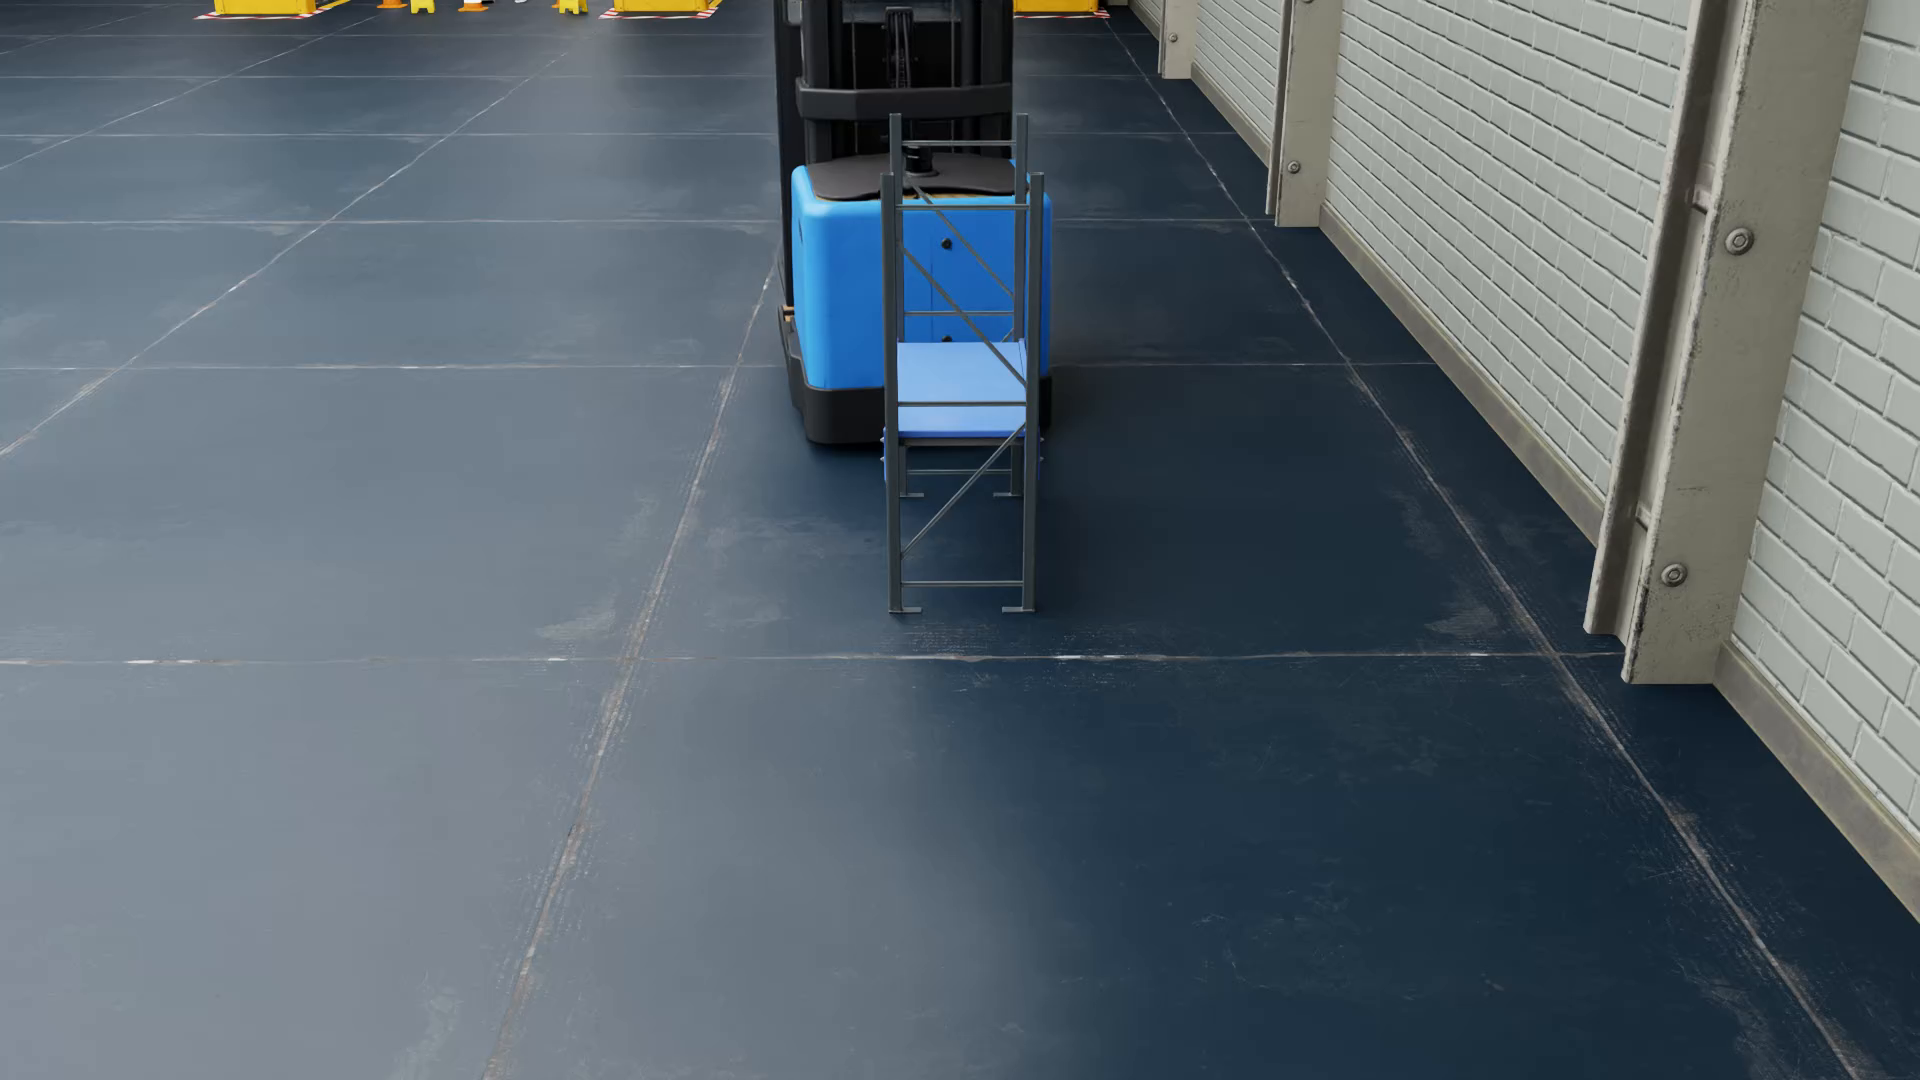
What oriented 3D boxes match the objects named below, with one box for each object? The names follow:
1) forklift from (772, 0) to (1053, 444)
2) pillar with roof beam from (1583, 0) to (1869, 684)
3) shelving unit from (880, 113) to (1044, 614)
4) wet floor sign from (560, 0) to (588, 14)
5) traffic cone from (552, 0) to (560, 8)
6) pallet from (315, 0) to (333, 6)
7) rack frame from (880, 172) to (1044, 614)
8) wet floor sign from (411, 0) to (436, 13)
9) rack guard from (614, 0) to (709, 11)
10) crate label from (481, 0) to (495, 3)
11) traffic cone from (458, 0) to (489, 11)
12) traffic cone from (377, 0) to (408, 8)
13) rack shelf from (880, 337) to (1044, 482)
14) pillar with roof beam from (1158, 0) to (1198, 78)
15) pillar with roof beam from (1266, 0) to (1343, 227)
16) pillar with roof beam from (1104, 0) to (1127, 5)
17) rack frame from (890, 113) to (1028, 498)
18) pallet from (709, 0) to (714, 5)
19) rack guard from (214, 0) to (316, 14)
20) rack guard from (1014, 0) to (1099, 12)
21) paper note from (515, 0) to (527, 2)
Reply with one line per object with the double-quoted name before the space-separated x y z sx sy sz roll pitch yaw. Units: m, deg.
"forklift" -0.338 -2.313 7.808 1.130 2.935 3.031 -4 25 -8
"pillar with roof beam" -2.049 -3.710 3.532 9.100 9.000 0.400 0 24 -1
"shelving unit" 0.001 -0.648 5.863 0.538 1.500 1.048 0 24 -1
"wet floor sign" -4.865 -6.942 20.816 0.267 0.644 0.232 8 26 18
"traffic cone" -5.092 -7.113 21.416 0.336 0.463 0.334 0 24 -1
"pallet" -8.833 -7.093 21.676 1.003 0.211 1.213 0 24 -1
"rack frame" 0.006 -0.439 5.400 0.500 1.500 0.032 0 24 -1
"wet floor sign" -6.766 -6.958 20.852 0.267 0.644 0.232 -4 25 -10
"rack guard" -3.798 -6.990 21.099 1.175 0.500 0.348 0 24 -1
"crate label" -6.269 -7.144 21.878 0.250 0.136 0.298 -14 28 -28
"traffic cone" -6.198 -6.968 21.096 0.336 0.463 0.334 0 24 -1
"traffic cone" -7.332 -7.103 21.394 0.336 0.463 0.334 0 24 -1
"rack shelf" 0.001 -0.484 5.937 0.538 0.185 1.000 0 24 -1
"pillar with roof beam" -2.180 -8.654 14.465 9.100 9.000 0.400 0 24 -1
"pillar with roof beam" -2.114 -6.182 8.999 9.100 9.000 0.400 0 24 -1
"pillar with roof beam" -2.245 -11.127 19.932 9.100 9.000 0.400 0 24 -1
"rack frame" -0.005 -0.858 6.326 0.500 1.500 0.032 0 24 -1
"pallet" -3.772 -7.194 21.899 1.003 0.211 1.213 0 24 -1
"rack guard" -8.746 -6.885 20.867 1.175 0.500 0.348 0 24 -1
"rack guard" 1.166 -6.973 21.061 1.175 0.500 0.348 0 24 -1
"paper note" -5.798 -7.126 21.968 0.148 0.019 0.142 -9 26 -19
